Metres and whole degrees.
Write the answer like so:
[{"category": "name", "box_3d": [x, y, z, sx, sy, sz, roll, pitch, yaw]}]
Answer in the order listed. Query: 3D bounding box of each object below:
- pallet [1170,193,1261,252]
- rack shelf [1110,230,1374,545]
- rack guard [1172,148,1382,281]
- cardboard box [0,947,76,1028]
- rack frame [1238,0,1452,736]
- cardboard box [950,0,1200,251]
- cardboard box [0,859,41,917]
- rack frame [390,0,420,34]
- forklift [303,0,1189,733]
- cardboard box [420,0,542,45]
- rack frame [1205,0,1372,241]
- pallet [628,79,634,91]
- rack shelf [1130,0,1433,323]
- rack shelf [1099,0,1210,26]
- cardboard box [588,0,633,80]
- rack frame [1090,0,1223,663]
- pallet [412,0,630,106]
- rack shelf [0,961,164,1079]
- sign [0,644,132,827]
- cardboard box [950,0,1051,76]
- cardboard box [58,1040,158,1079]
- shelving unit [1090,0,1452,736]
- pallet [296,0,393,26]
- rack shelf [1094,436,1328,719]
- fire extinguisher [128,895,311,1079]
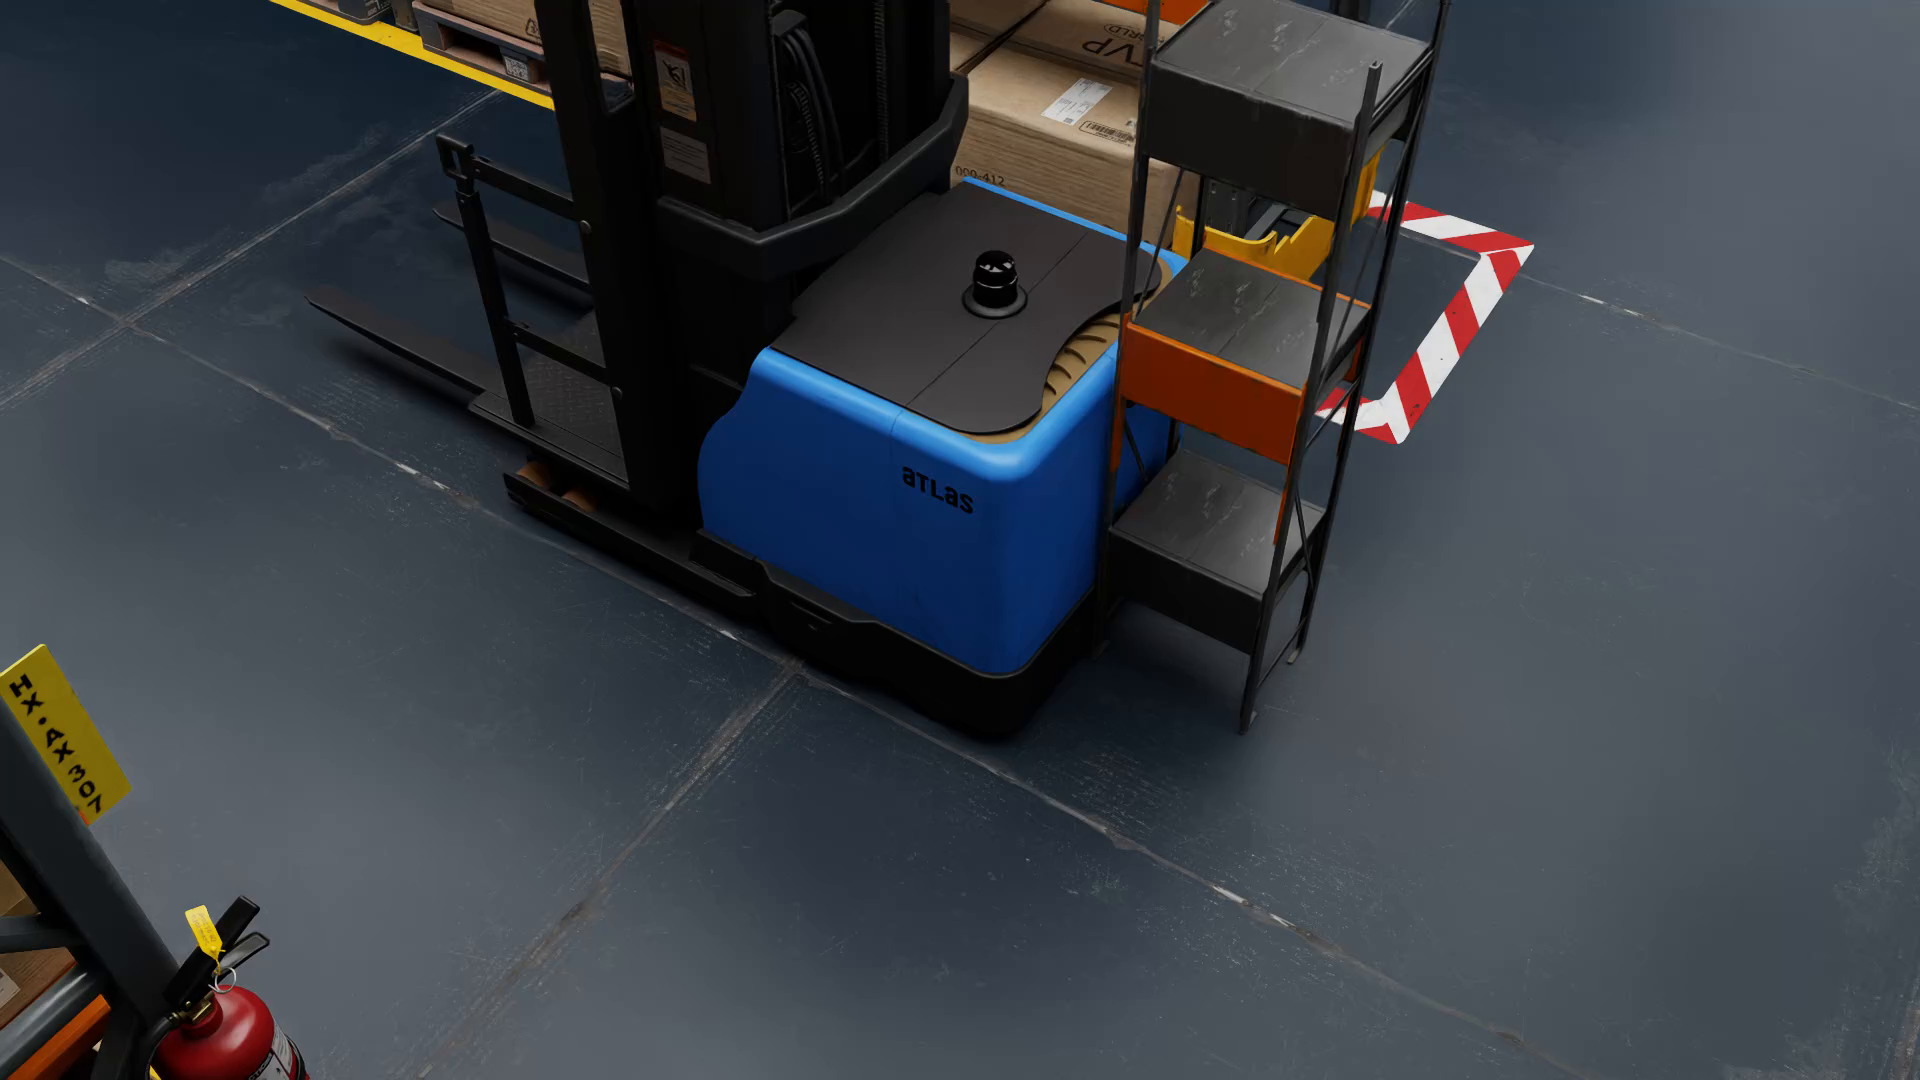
[{"category": "pallet", "box_3d": [0.432, -1.379, 6.443, 1.213, 0.211, 1.003, 25, 51, 22]}, {"category": "rack shelf", "box_3d": [0.704, -0.386, 4.180, 0.480, 0.518, 0.431, 26, 51, 23]}, {"category": "rack guard", "box_3d": [1.167, -1.209, 6.076, 0.348, 0.500, 1.175, 25, 51, 22]}, {"category": "cardboard box", "box_3d": [-1.658, 0.704, 2.650, 0.250, 0.149, 0.380, 24, 51, 22]}, {"category": "rack frame", "box_3d": [0.907, -0.298, 4.076, 0.015, 2.100, 0.400, 26, 51, 23]}, {"category": "cardboard box", "box_3d": [0.538, -1.538, 6.146, 0.875, 0.438, 0.875, 23, 50, 21]}, {"category": "cardboard box", "box_3d": [-1.766, 0.519, 2.551, 0.500, 0.250, 0.500, 25, 51, 22]}, {"category": "rack frame", "box_3d": [-2.220, -3.638, 6.693, 0.127, 3.000, 1.000, 25, 51, 22]}, {"category": "forklift", "box_3d": [-0.839, -1.319, 4.488, 3.031, 2.935, 1.130, 26, 51, 23]}, {"category": "cardboard box", "box_3d": [-1.749, -2.583, 7.162, 0.875, 0.438, 0.875, 24, 50, 22]}, {"category": "rack frame", "box_3d": [1.147, -2.089, 5.188, 0.127, 3.000, 1.000, 25, 51, 22]}, {"category": "pallet", "box_3d": [-0.591, -1.852, 6.903, 1.213, 0.211, 1.003, 25, 51, 22]}, {"category": "rack shelf", "box_3d": [0.704, -0.874, 3.678, 0.480, 0.518, 0.431, 26, 51, 23]}, {"category": "rack shelf", "box_3d": [-0.536, -2.613, 6.199, 4.000, 0.370, 1.077, 25, 51, 22]}, {"category": "cardboard box", "box_3d": [-0.995, -2.237, 6.826, 0.875, 0.438, 0.875, 23, 50, 21]}, {"category": "rack frame", "box_3d": [0.501, -0.492, 4.264, 0.015, 2.100, 0.400, 26, 51, 23]}, {"category": "pallet", "box_3d": [-1.622, -2.324, 7.361, 1.213, 0.211, 1.003, 25, 51, 22]}, {"category": "rack shelf", "box_3d": [-3.213, 0.385, 3.286, 4.000, 0.370, 1.077, 25, 51, 22]}, {"category": "sign", "box_3d": [-1.237, 0.280, 2.283, 0.005, 0.325, 0.100, 25, 51, 22]}, {"category": "cardboard box", "box_3d": [-0.237, -1.887, 6.486, 0.875, 0.438, 0.875, 26, 51, 23]}, {"category": "cardboard box", "box_3d": [-1.993, 1.339, 3.306, 0.637, 0.503, 0.797, 23, 50, 21]}, {"category": "shelving unit", "box_3d": [0.704, -0.395, 4.170, 0.503, 2.100, 0.431, 26, 51, 23]}, {"category": "pallet", "box_3d": [-2.910, -2.919, 7.939, 1.213, 0.211, 1.003, 25, 51, 22]}, {"category": "rack shelf", "box_3d": [0.704, 0.102, 4.682, 0.480, 0.518, 0.431, 26, 51, 23]}, {"category": "fire extinguisher", "box_3d": [-1.156, 0.844, 2.652, 0.183, 0.674, 0.296, 25, 51, 22]}]
